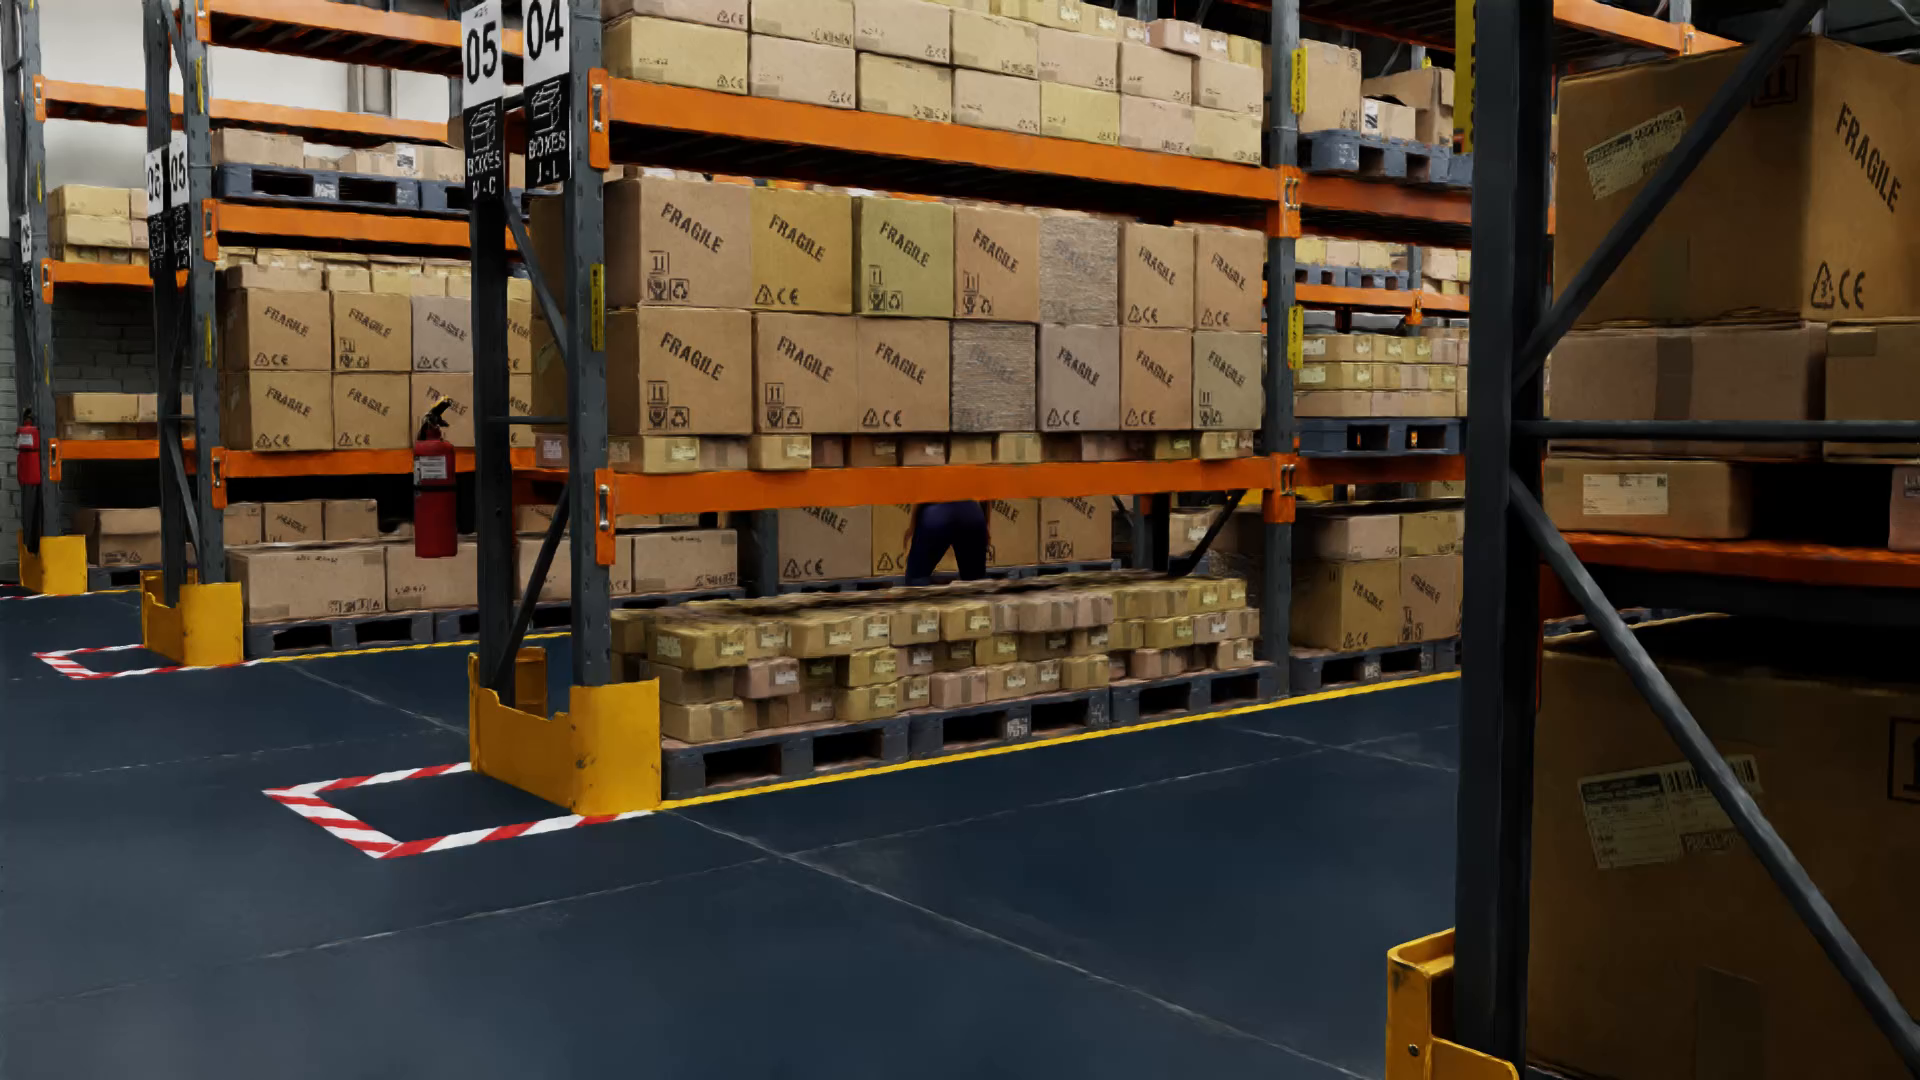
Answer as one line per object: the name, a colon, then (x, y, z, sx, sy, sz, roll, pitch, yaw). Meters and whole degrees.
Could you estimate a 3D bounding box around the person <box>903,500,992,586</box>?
person: (-0.045, -0.071, 10.085, 0.574, 1.644, 0.453, -2, 5, -24)
